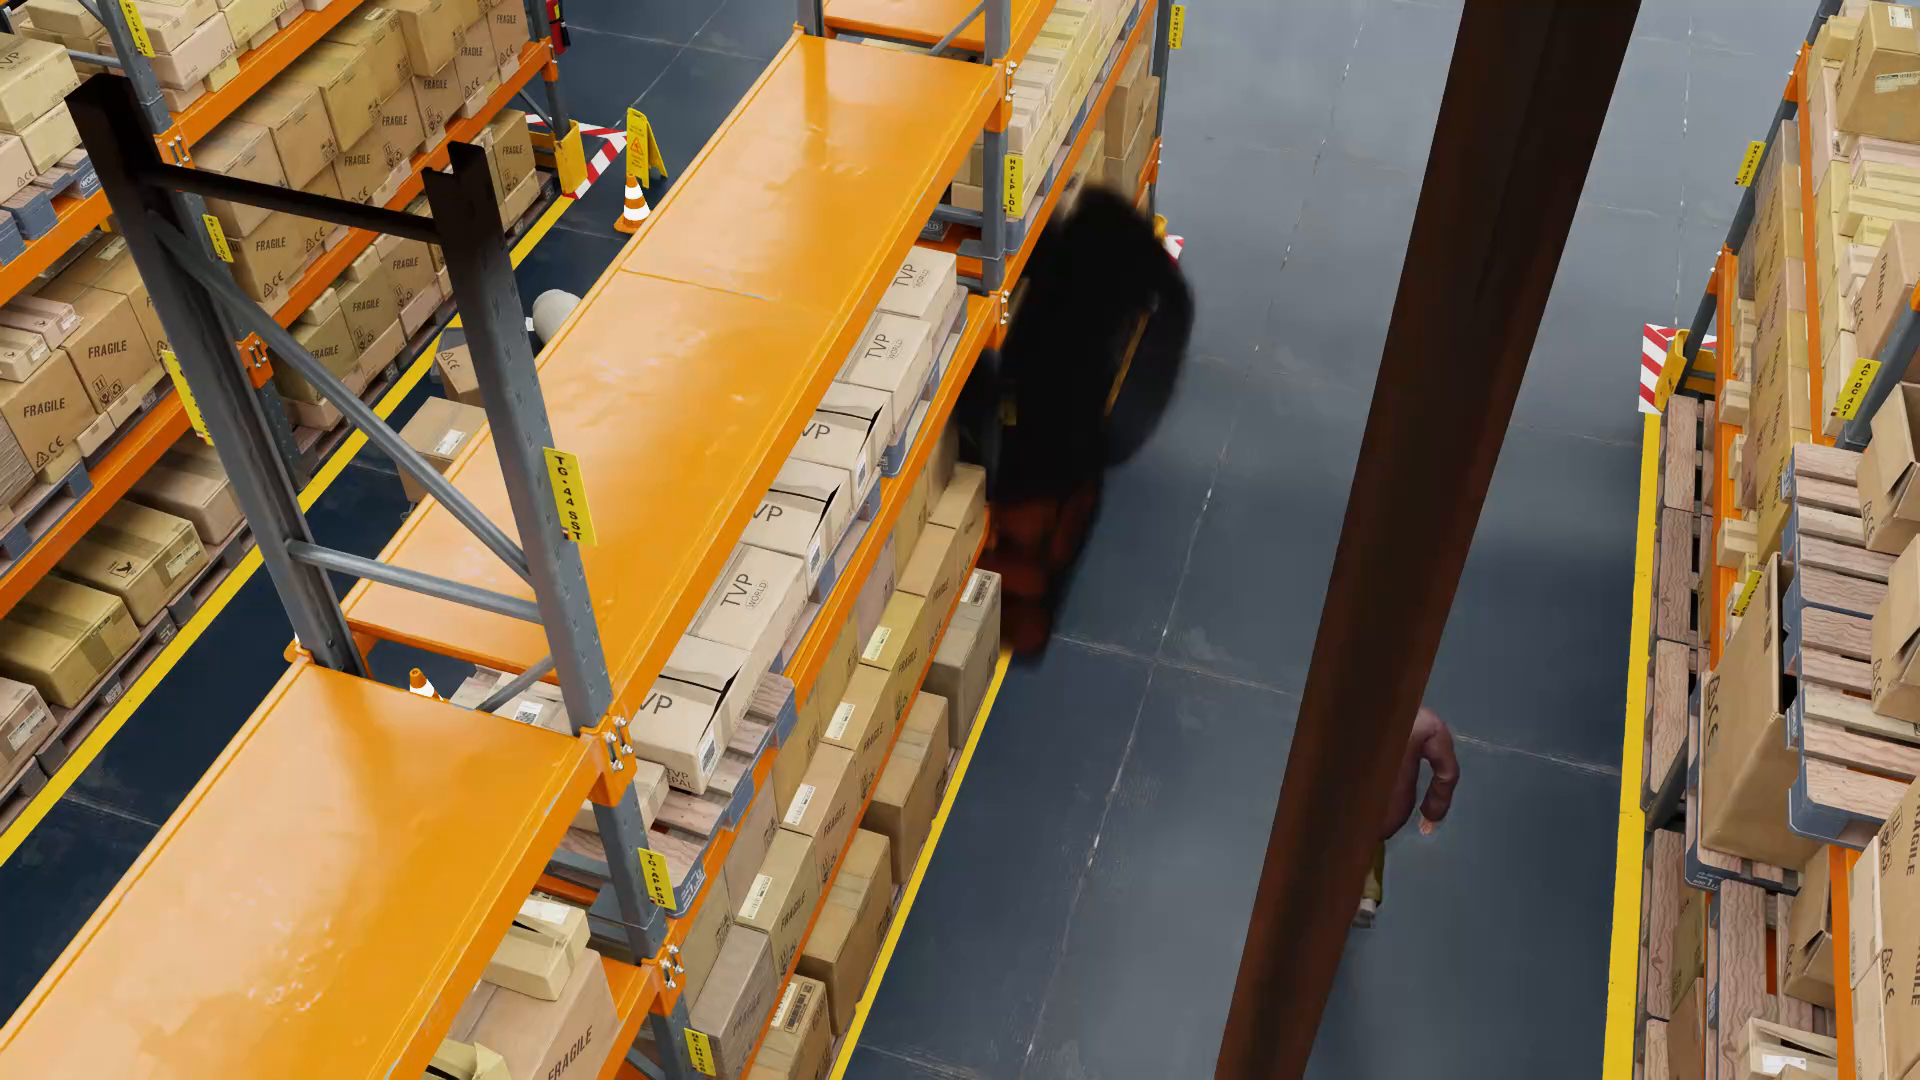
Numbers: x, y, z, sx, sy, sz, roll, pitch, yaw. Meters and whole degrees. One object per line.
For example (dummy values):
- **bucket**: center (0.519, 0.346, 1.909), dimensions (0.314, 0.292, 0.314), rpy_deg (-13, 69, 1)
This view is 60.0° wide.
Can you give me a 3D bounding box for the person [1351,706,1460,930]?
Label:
- **person**: center (2.037, 1.317, 8.266), dimensions (0.691, 1.715, 0.744), rpy_deg (1, 46, 1)
